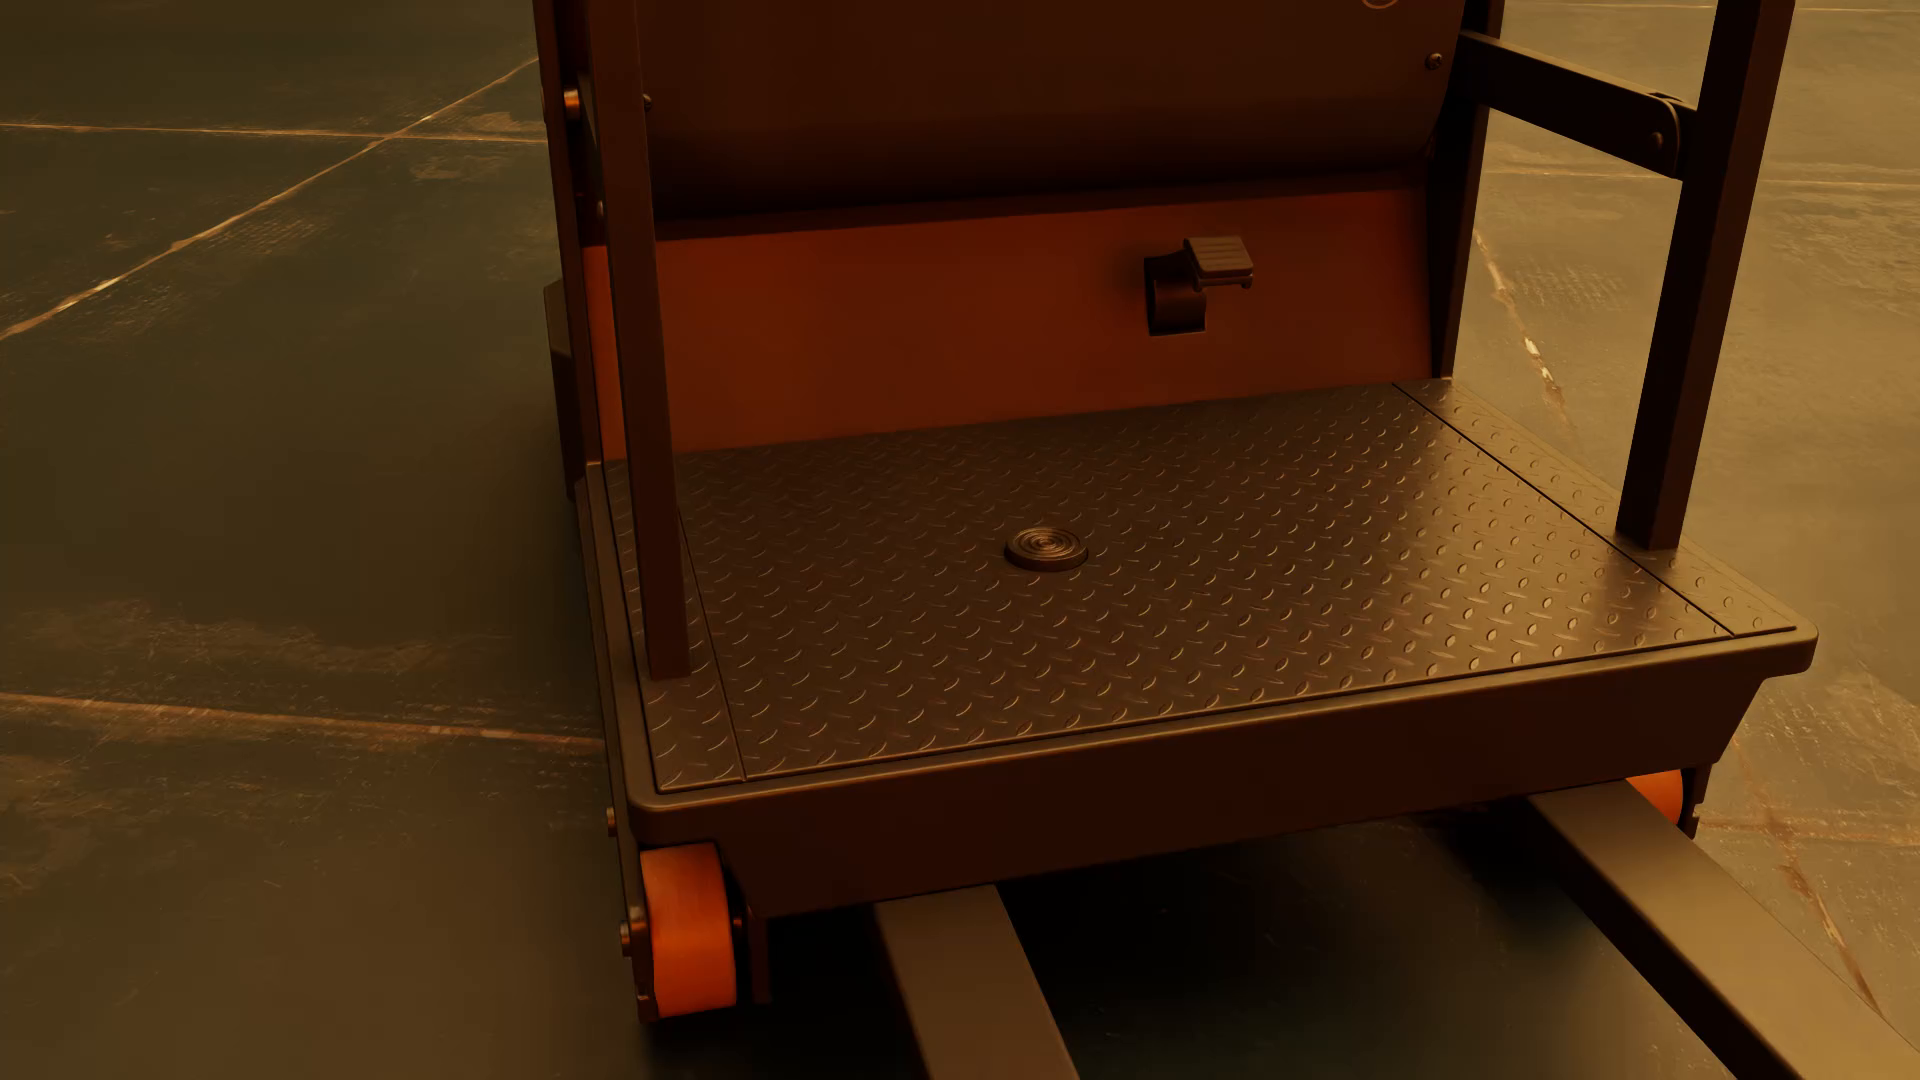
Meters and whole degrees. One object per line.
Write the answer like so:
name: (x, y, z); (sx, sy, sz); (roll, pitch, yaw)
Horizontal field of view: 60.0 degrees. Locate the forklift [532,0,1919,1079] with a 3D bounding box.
forklift: (0.153, -1.049, 1.319); (1.130, 2.935, 3.031); (-7, 27, -13)
